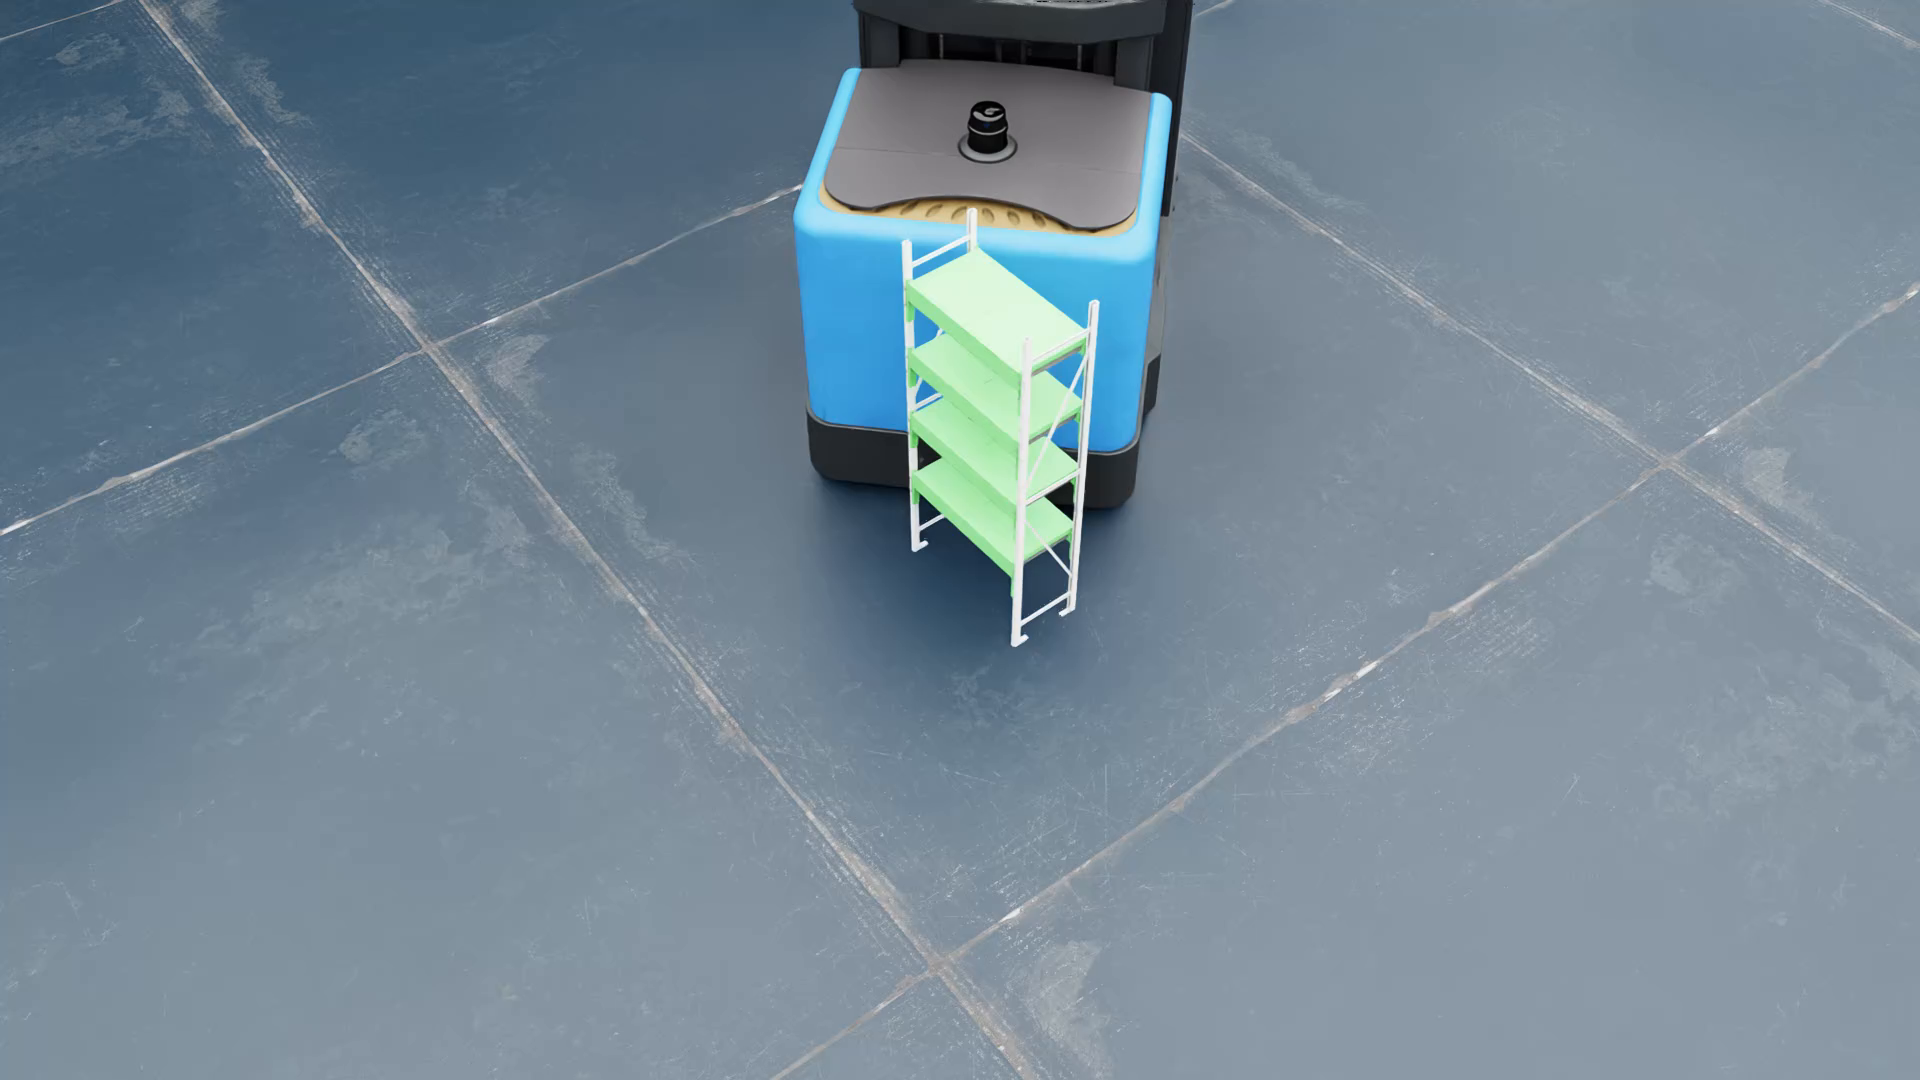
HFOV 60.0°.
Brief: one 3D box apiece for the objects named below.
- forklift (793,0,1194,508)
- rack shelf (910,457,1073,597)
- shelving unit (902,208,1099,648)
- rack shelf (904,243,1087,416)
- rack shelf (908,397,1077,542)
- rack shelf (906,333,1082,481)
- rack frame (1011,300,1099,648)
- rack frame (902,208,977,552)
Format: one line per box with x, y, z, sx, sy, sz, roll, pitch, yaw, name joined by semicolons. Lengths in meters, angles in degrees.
0.246;-2.191;5.258;1.130;2.935;3.031;6;48;6;forklift
0.099;-0.079;4.922;0.258;0.148;0.480;-31;55;-25;rack shelf
0.099;-0.283;4.696;0.258;1.200;0.503;-31;55;-25;shelving unit
0.099;-0.562;4.388;0.258;0.148;0.480;-31;55;-25;rack shelf
0.099;-0.240;4.744;0.258;0.148;0.480;-31;55;-25;rack shelf
0.099;-0.401;4.566;0.258;0.148;0.480;-31;55;-25;rack shelf
0.251;-0.142;4.569;0.240;1.200;0.015;-31;55;-25;rack frame
-0.053;-0.424;4.824;0.240;1.200;0.015;-31;55;-25;rack frame
